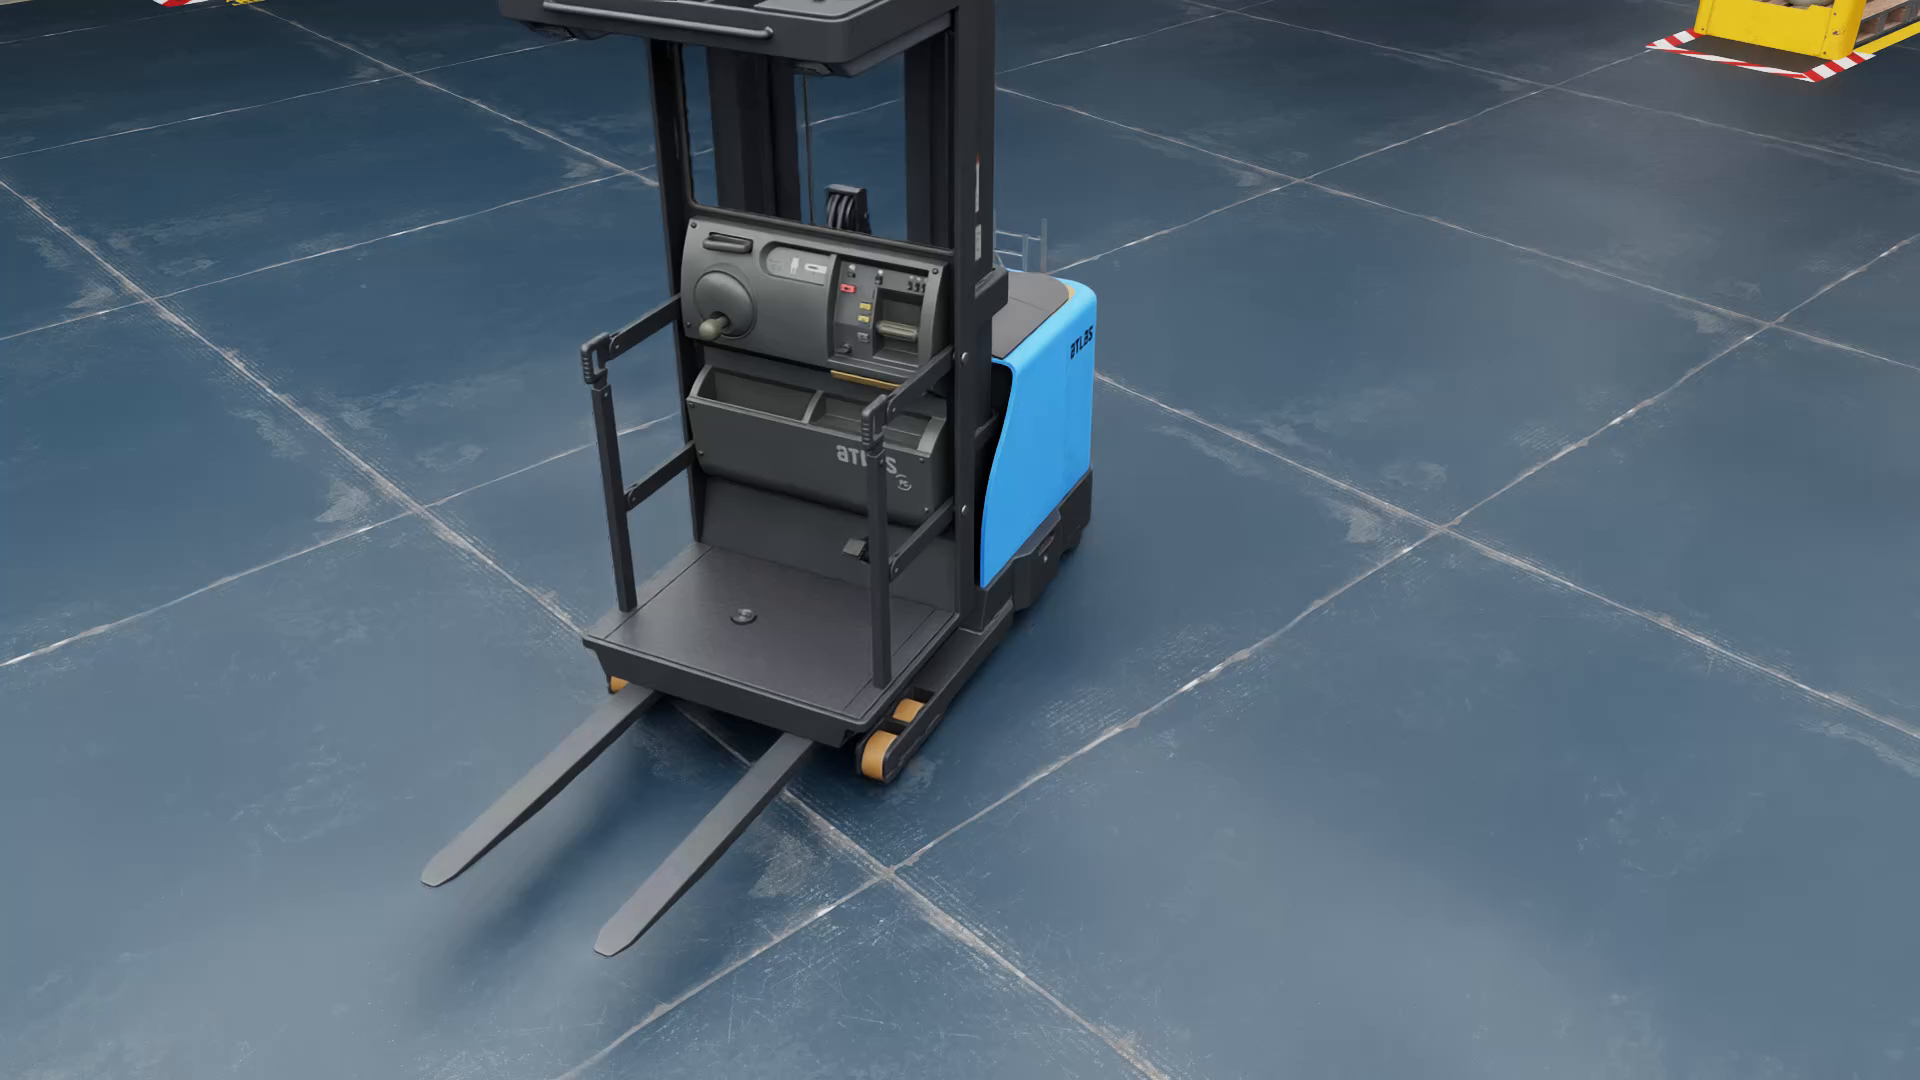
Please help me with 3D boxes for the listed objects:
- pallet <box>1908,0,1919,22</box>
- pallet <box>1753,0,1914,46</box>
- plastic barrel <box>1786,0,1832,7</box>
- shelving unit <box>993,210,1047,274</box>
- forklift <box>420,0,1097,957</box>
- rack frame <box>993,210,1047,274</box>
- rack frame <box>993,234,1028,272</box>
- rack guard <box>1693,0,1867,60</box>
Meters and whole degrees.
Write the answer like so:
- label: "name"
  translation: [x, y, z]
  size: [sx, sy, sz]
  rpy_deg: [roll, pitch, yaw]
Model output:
- label: "pallet"
  translation: [7.944, -4.768, 14.345]
  size: [1.213, 0.211, 1.003]
  rpy_deg: [-26, 40, -35]
- label: "pallet"
  translation: [7.050, -4.337, 13.641]
  size: [1.213, 0.211, 1.003]
  rpy_deg: [-26, 40, -35]
- label: "plastic barrel"
  translation: [6.858, -4.576, 13.341]
  size: [0.421, 0.512, 0.421]
  rpy_deg: [0, 31, 0]
- label: "shelving unit"
  translation: [0.191, -0.724, 6.784]
  size: [0.258, 1.200, 0.189]
  rpy_deg: [14, 34, 22]
- label: "forklift"
  translation: [-0.573, -0.721, 5.120]
  size: [1.130, 2.935, 3.031]
  rpy_deg: [14, 34, 22]
- label: "rack frame"
  translation: [0.231, -0.767, 6.854]
  size: [0.240, 1.200, 0.006]
  rpy_deg: [14, 34, 22]
- label: "rack frame"
  translation: [0.150, -0.681, 6.714]
  size: [0.240, 1.200, 0.006]
  rpy_deg: [14, 34, 22]
- label: "rack guard"
  translation: [6.451, -4.174, 13.097]
  size: [0.348, 0.500, 1.175]
  rpy_deg: [-26, 40, -35]
